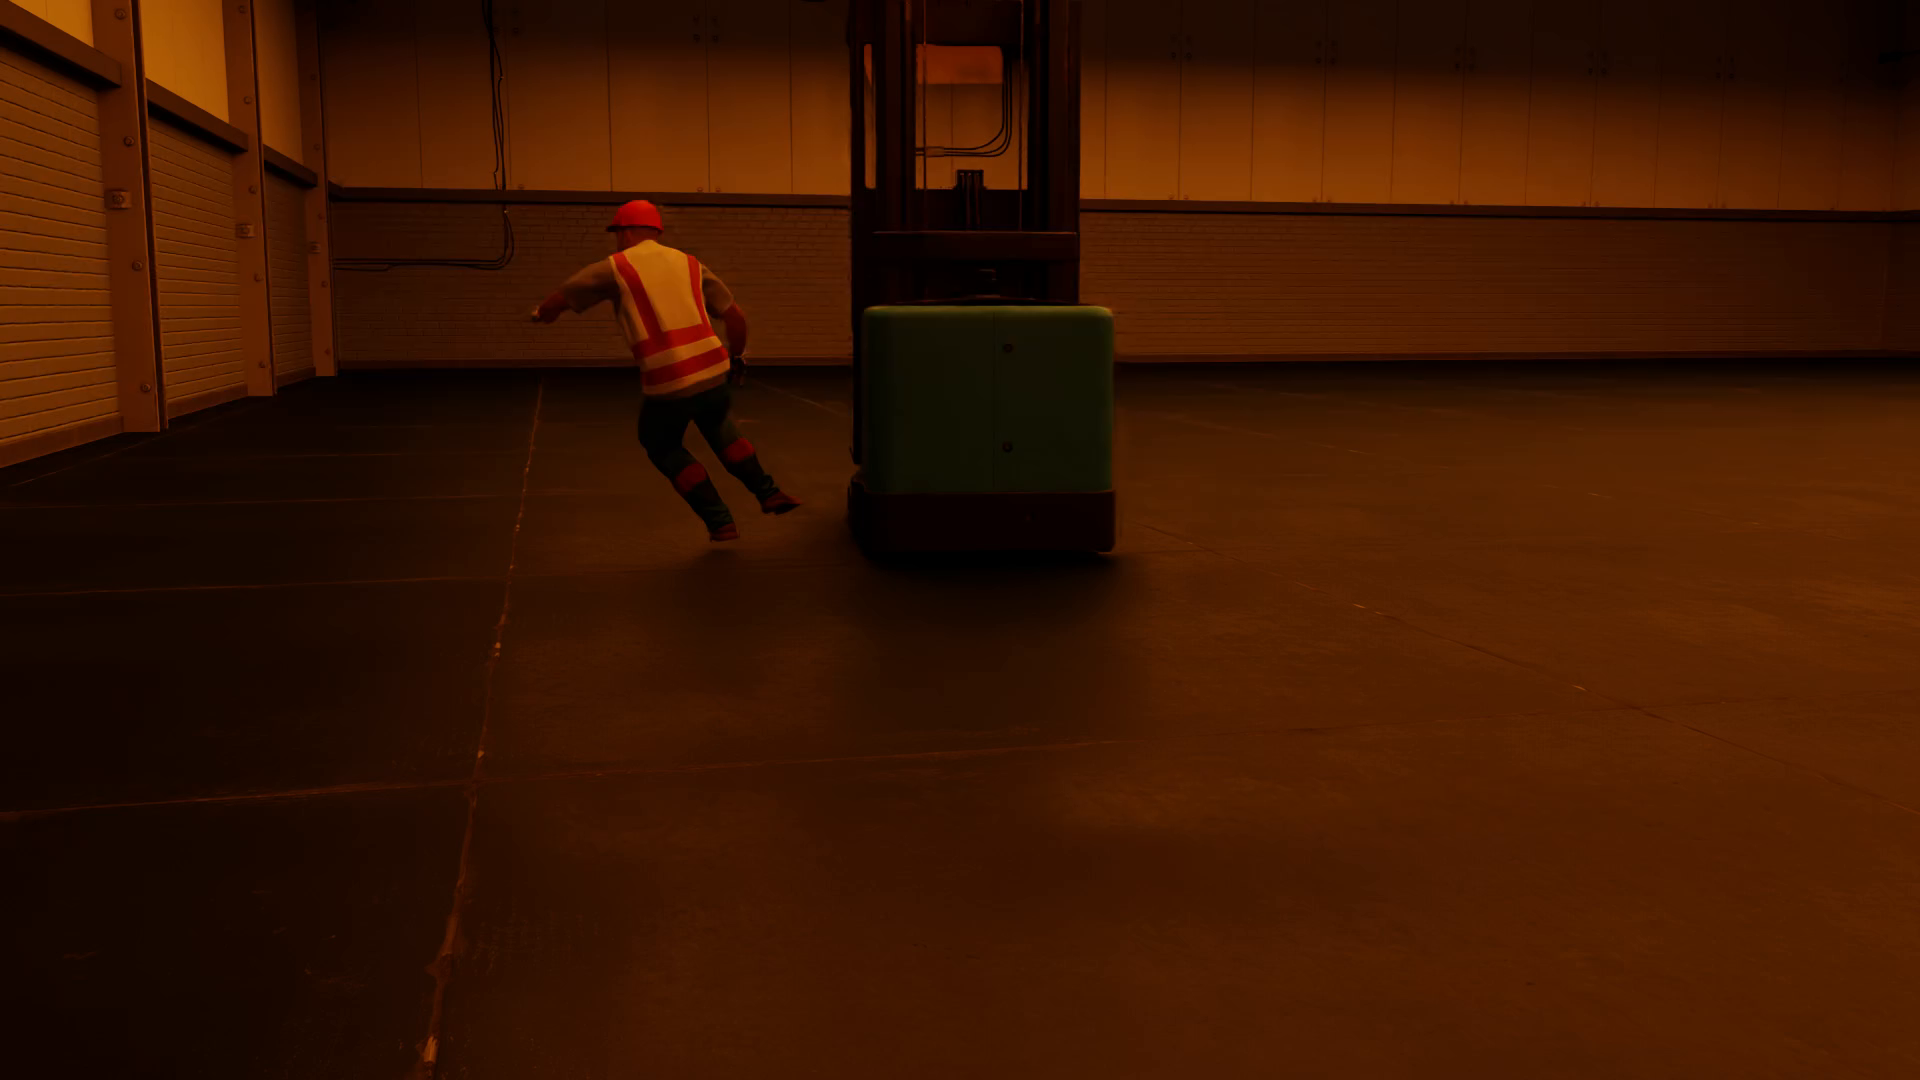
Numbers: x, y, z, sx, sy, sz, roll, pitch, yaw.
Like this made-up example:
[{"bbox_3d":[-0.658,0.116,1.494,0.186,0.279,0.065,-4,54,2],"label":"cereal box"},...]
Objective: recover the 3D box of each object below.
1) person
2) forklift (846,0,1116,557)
[{"bbox_3d":[-1.272,-0.748,7.418,1.187,1.501,0.934,-7,11,-41],"label":"person"},{"bbox_3d":[0.003,-1.546,8.178,1.130,2.935,3.031,-1,8,-5],"label":"forklift"}]
